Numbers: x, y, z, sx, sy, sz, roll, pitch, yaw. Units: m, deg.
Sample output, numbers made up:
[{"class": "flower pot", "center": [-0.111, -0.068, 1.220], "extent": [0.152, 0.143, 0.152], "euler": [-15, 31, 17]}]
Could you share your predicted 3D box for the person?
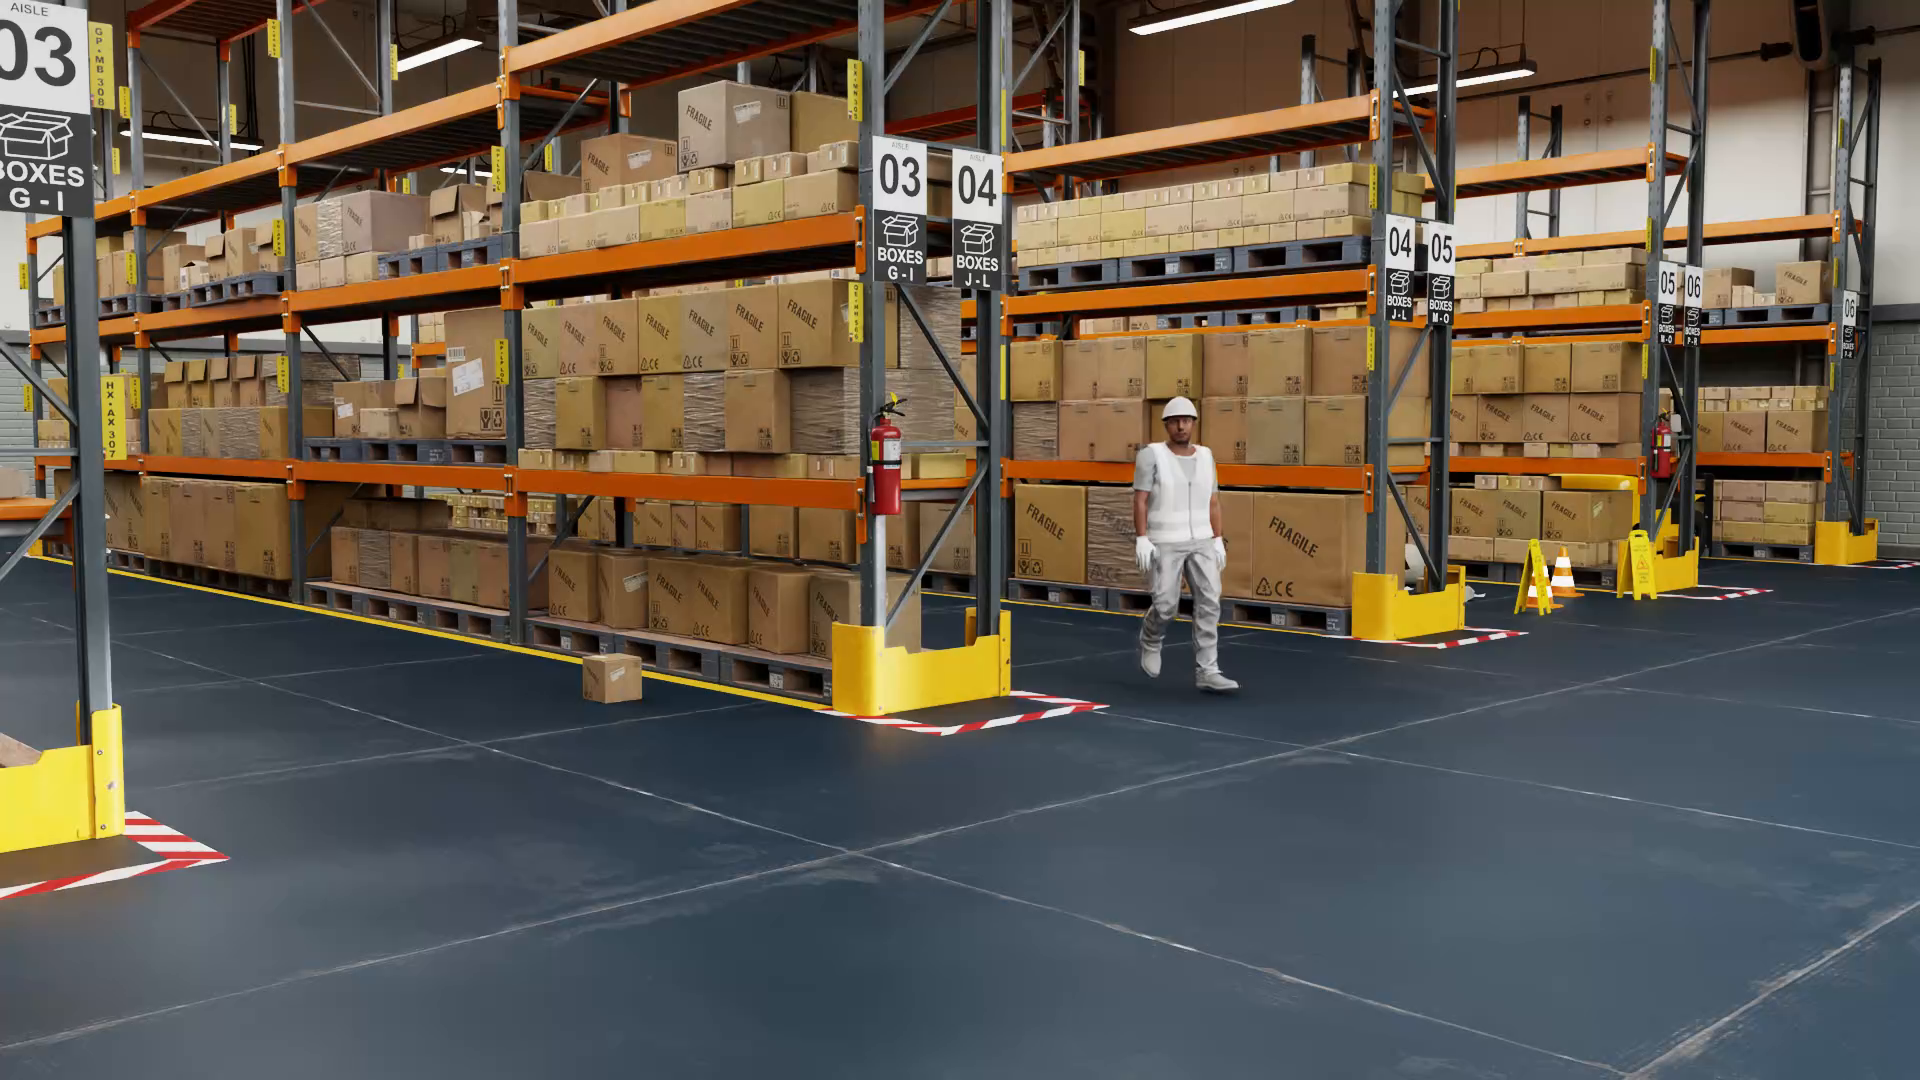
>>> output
[{"class": "person", "center": [1.329, 0.018, 10.093], "extent": [0.607, 1.773, 0.647], "euler": [-2, 4, -23]}]
